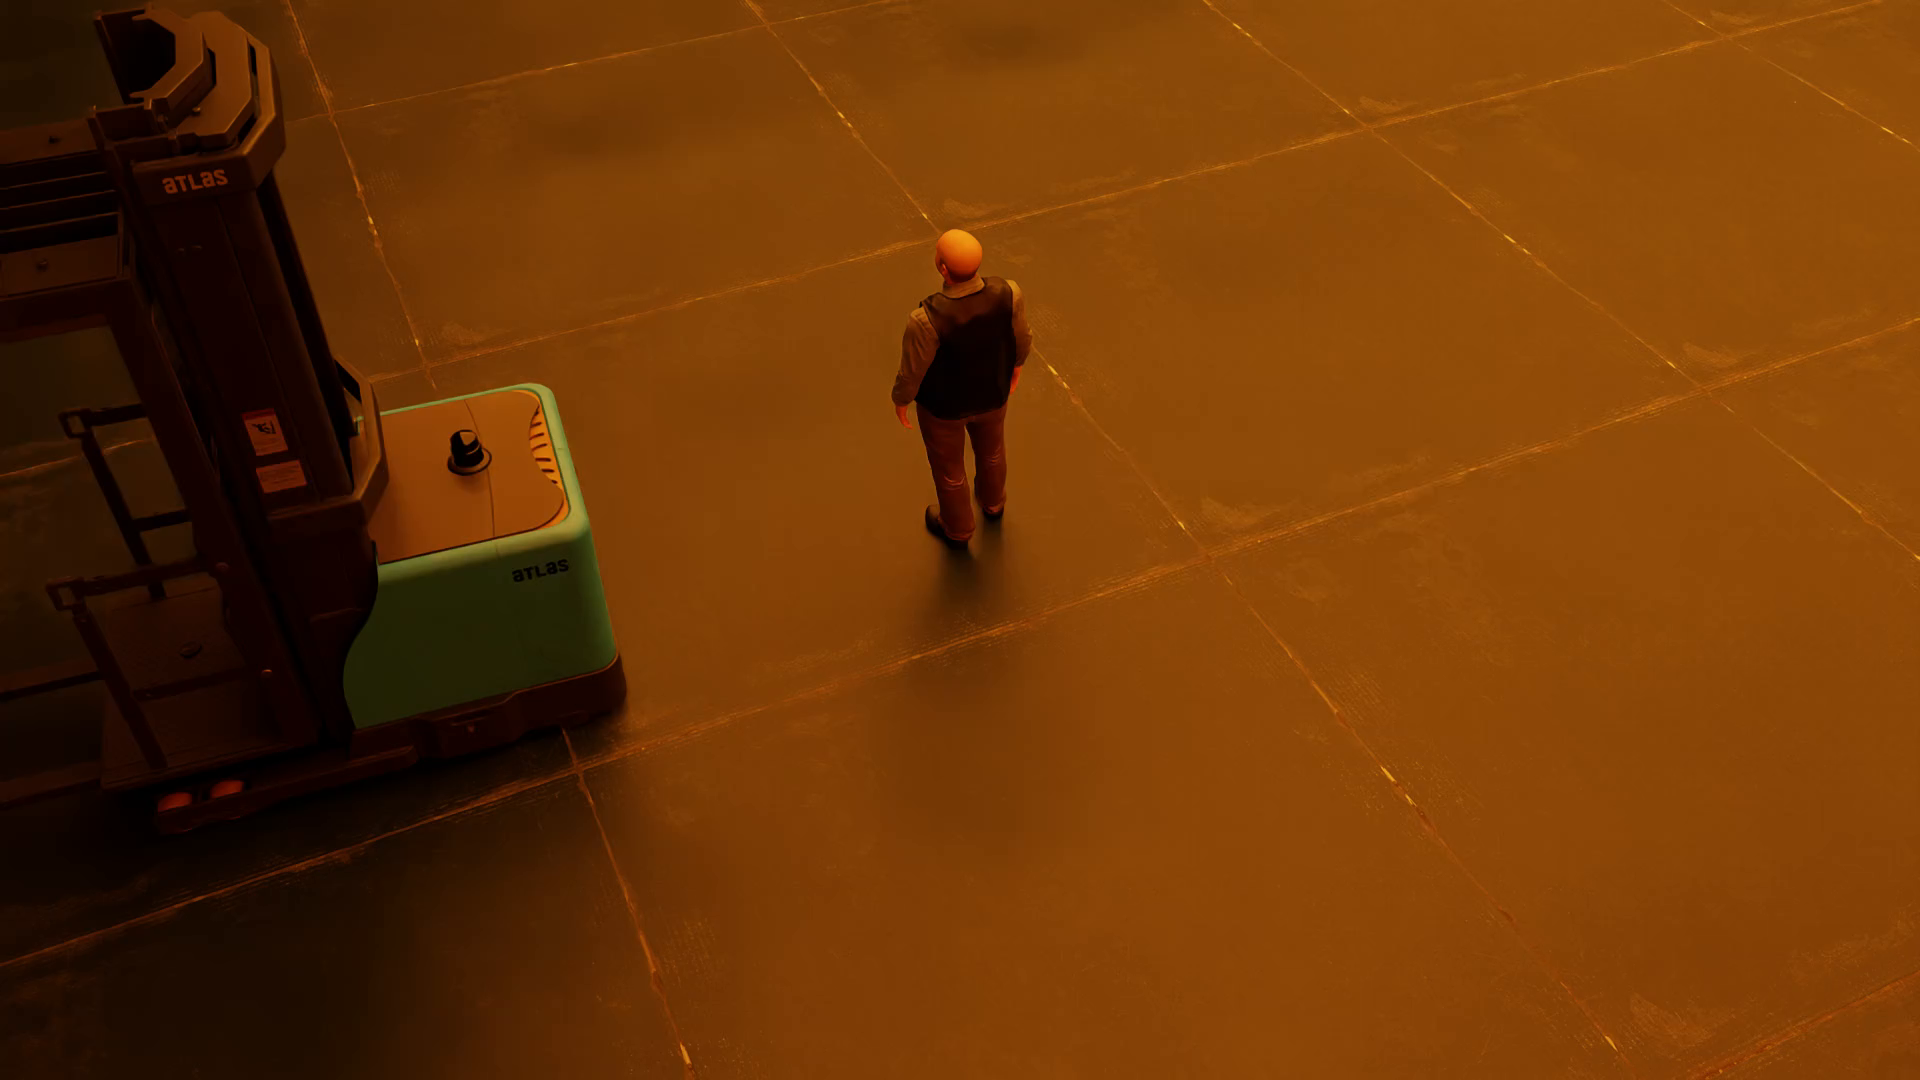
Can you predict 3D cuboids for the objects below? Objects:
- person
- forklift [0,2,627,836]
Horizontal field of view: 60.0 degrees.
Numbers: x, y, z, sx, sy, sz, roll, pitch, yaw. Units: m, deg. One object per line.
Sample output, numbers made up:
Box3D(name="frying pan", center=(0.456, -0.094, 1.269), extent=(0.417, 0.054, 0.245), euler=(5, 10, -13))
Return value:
Box3D(name="person", center=(-0.020, -0.675, 7.280), extent=(0.633, 1.722, 0.566), euler=(-18, 46, -18))
Box3D(name="forklift", center=(-2.982, -0.321, 6.024), extent=(3.031, 2.935, 1.130), euler=(-14, 45, -14))
